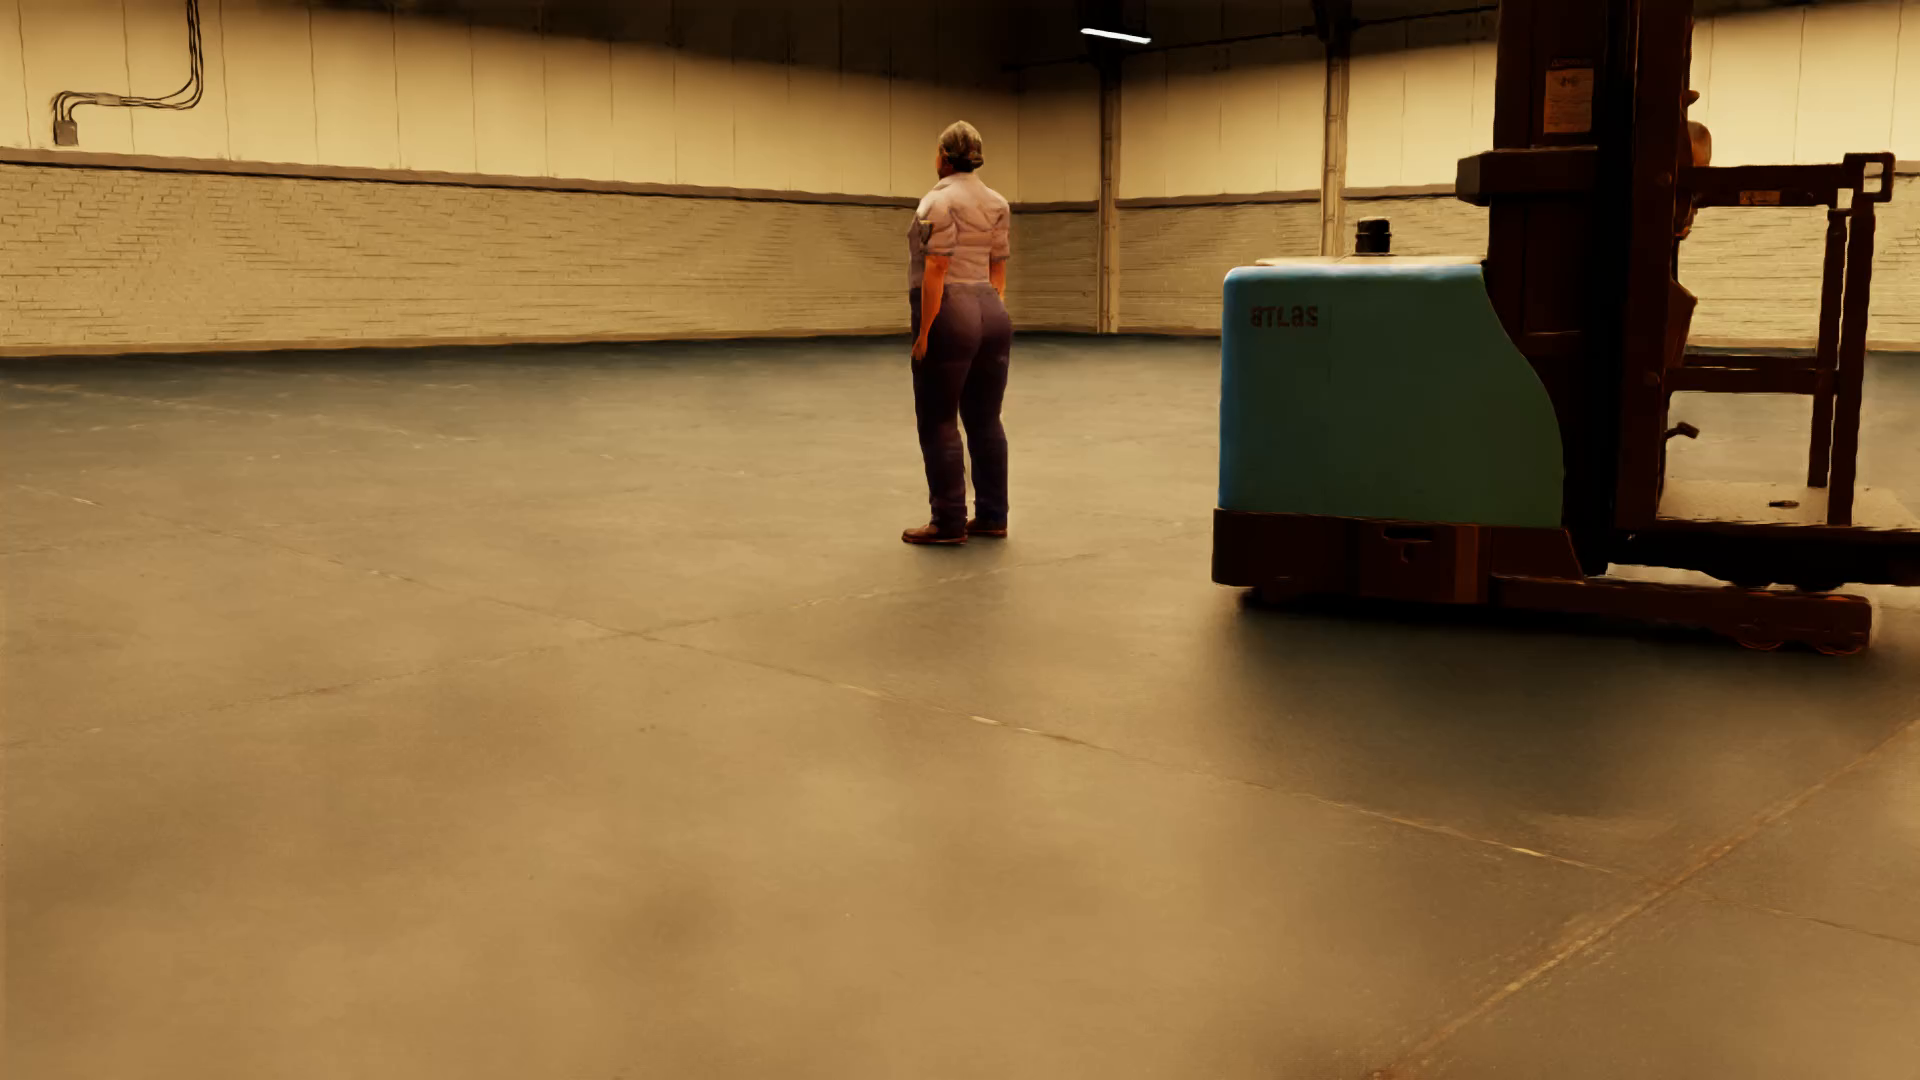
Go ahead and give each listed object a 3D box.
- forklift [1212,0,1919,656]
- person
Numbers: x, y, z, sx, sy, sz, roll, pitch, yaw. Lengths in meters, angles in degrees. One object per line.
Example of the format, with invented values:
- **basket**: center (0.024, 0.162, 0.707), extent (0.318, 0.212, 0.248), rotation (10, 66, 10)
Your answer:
- **forklift**: center (2.376, -1.218, 4.963), extent (3.031, 2.935, 1.130), rotation (4, 9, 24)
- **person**: center (-0.006, -0.815, 6.611), extent (0.349, 1.653, 0.480), rotation (8, 12, 43)
